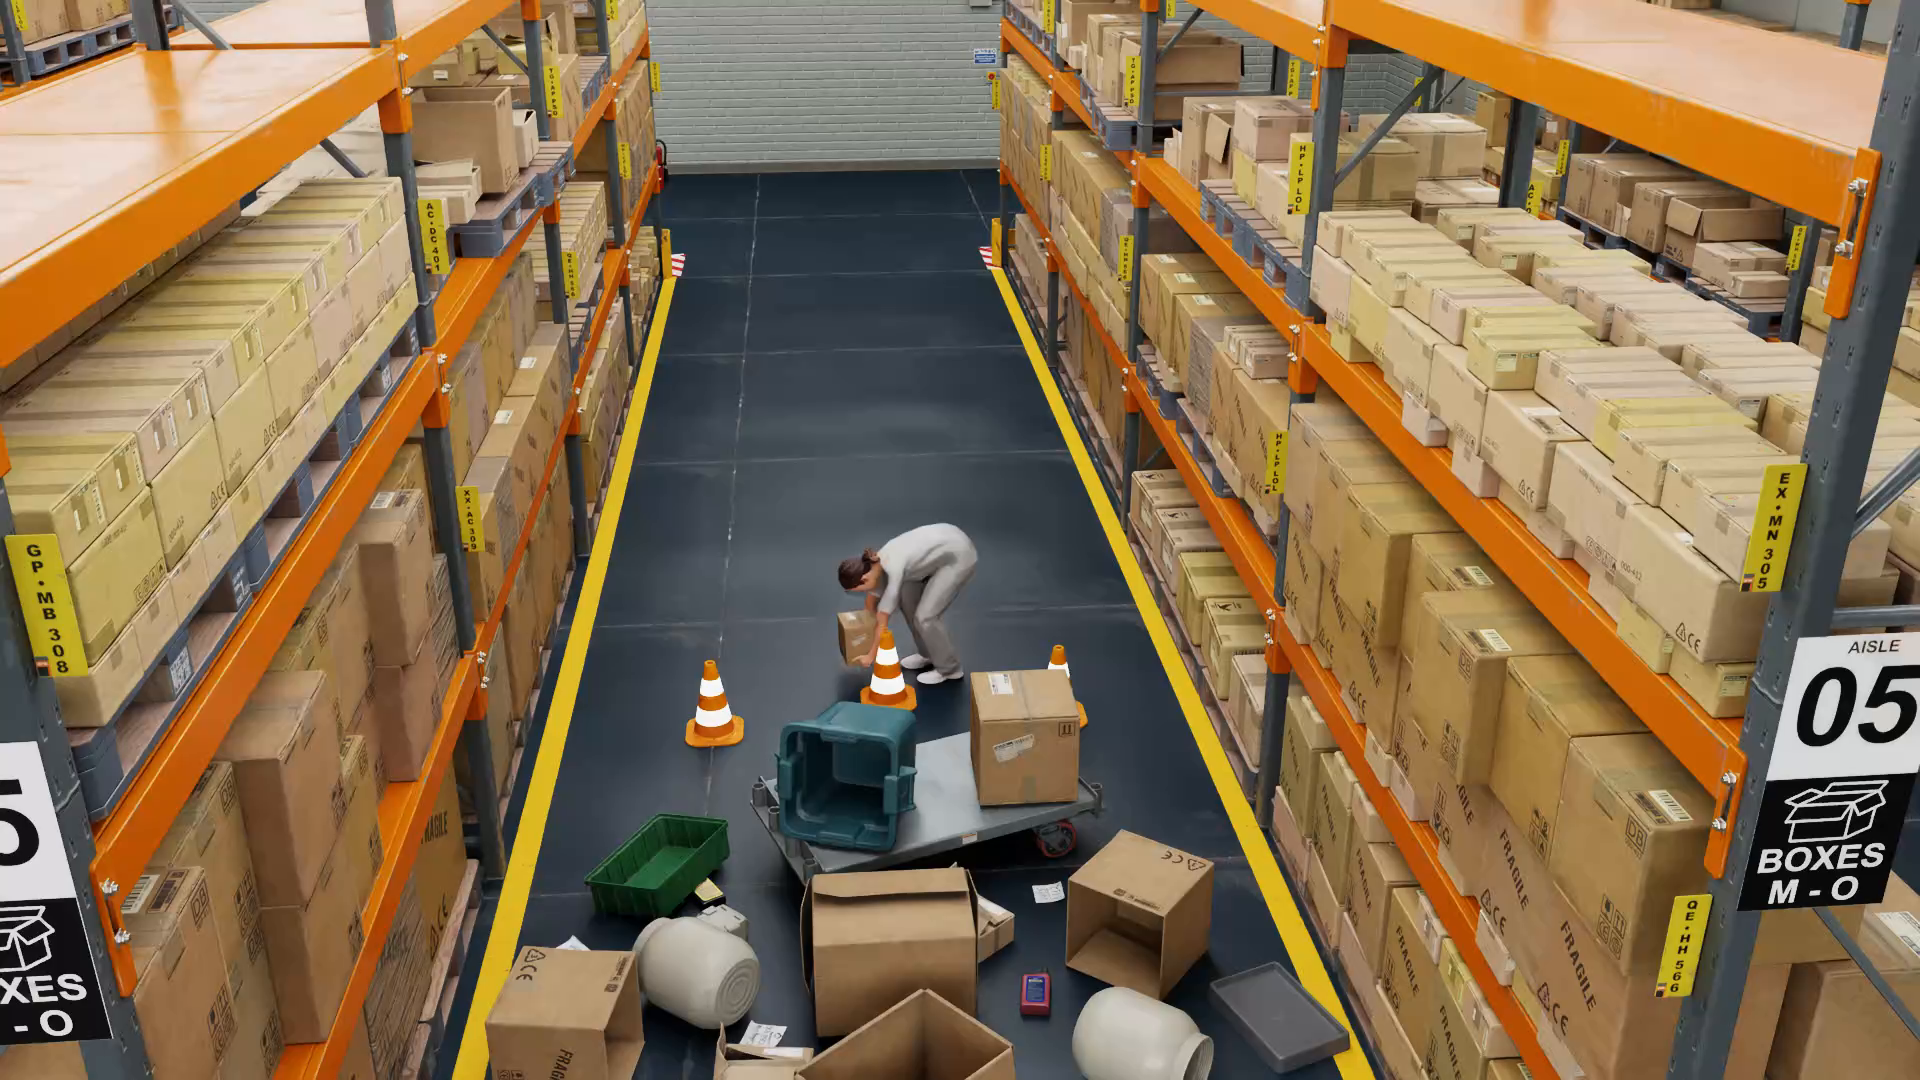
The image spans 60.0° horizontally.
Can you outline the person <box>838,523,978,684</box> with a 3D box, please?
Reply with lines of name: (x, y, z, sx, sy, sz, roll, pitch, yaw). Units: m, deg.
person: (-0.318, 0.408, 10.258, 0.860, 0.971, 0.448, -7, 25, -16)
